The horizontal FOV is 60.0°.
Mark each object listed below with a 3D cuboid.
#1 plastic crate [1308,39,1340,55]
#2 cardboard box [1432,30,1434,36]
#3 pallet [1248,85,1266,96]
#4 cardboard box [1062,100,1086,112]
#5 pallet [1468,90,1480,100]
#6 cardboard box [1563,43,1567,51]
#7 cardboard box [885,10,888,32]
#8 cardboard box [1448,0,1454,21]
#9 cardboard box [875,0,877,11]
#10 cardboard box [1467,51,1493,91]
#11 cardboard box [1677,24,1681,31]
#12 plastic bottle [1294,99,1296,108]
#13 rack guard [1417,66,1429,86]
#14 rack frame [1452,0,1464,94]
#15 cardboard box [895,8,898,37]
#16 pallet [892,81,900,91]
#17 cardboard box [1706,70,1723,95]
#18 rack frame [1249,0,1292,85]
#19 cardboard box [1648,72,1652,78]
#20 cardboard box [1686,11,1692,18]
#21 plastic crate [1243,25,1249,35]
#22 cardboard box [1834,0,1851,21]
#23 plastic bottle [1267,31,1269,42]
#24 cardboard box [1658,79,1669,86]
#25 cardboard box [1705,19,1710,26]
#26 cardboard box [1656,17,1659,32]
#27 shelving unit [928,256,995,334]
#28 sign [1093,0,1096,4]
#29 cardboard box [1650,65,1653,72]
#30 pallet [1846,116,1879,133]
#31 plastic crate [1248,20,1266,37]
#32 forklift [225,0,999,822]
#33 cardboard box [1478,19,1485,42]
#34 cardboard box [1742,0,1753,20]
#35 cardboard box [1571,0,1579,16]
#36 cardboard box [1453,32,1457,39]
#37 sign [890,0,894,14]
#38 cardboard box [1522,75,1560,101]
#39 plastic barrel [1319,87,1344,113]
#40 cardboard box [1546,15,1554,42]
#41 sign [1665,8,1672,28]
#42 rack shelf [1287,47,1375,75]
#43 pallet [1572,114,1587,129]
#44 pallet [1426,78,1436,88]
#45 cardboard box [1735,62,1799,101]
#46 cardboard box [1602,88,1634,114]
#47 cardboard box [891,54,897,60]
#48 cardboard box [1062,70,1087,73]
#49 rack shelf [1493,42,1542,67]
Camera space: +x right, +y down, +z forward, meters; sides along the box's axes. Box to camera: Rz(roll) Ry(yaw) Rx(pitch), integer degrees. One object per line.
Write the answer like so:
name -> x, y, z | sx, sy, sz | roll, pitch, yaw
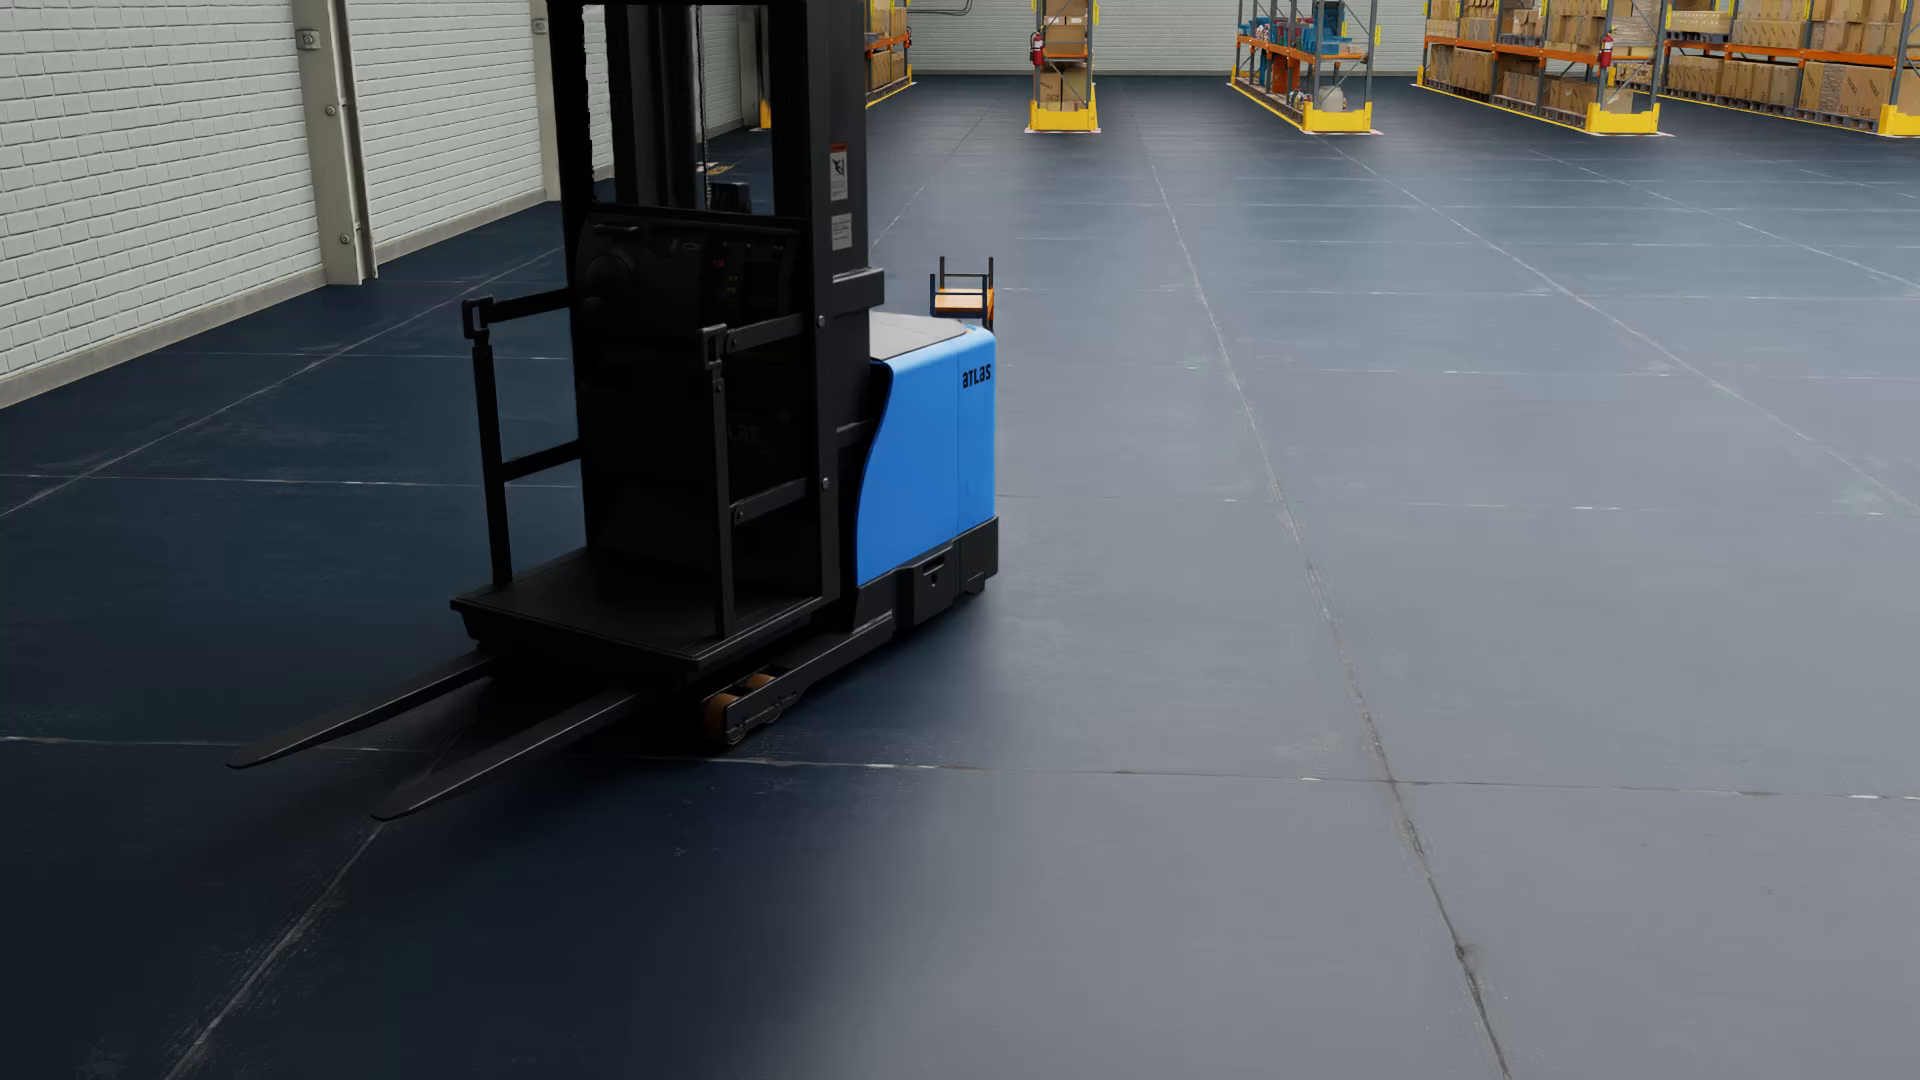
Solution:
plastic crate -> 6.538, -8.858, 29.878 | 0.499, 0.251, 0.616 | 1, 18, 4
cardboard box -> 12.480, -13.163, 43.180 | 0.380, 0.149, 0.250 | 1, 18, 3
pallet -> 7.563, -10.930, 40.440 | 1.003, 0.211, 1.213 | 1, 18, 4
cardboard box -> 2.120, -7.933, 30.557 | 0.500, 0.250, 0.500 | 1, 18, 4
pallet -> 12.536, -10.437, 38.935 | 1.003, 0.211, 1.213 | 1, 18, 4
cardboard box -> 11.647, -9.330, 31.484 | 0.380, 0.149, 0.250 | 1, 18, 4
cardboard box -> -2.030, -12.606, 40.405 | 0.500, 0.500, 0.500 | 1, 18, 4
cardboard box -> 12.407, -13.114, 41.186 | 0.500, 0.500, 0.500 | 1, 18, 4
cardboard box -> -2.180, -12.329, 38.358 | 0.500, 0.250, 0.500 | 1, 18, 3
cardboard box -> 12.456, -10.821, 38.368 | 1.225, 0.875, 0.875 | 1, 18, 4
cardboard box -> 16.999, -11.967, 38.857 | 0.380, 0.149, 0.250 | 1, 18, 4
plastic bottle -> 6.558, -8.501, 32.336 | 0.097, 0.201, 0.097 | 0, 18, 0
rack guard -> 12.889, -12.445, 44.600 | 1.175, 0.500, 0.348 | 1, 18, 4
rack frame -> 12.601, -12.383, 40.397 | 1.000, 3.000, 0.127 | 1, 18, 4
cardboard box -> -2.108, -13.252, 42.567 | 0.980, 0.700, 0.700 | 1, 18, 3
pallet -> -2.089, -11.624, 42.559 | 1.003, 0.211, 1.213 | 1, 18, 4
cardboard box -> 17.040, -10.221, 37.137 | 0.500, 0.500, 0.500 | 1, 18, 4
rack frame -> 7.660, -12.494, 40.734 | 1.000, 3.000, 0.127 | 1, 18, 4
cardboard box -> 17.255, -11.500, 41.128 | 0.380, 0.149, 0.250 | 1, 18, 2
cardboard box -> 16.962, -12.090, 38.277 | 0.380, 0.149, 0.250 | 2, 18, 6
plastic crate -> 7.507, -13.207, 43.083 | 0.416, 0.233, 0.300 | 1, 18, 4
cardboard box -> 16.807, -9.889, 30.810 | 0.875, 0.550, 0.550 | 1, 18, 4
plastic bottle -> 6.994, -11.403, 37.592 | 0.061, 0.283, 0.133 | 1, 18, 4
cardboard box -> 17.229, -11.215, 40.737 | 0.380, 0.149, 0.250 | 2, 18, 5
cardboard box -> 16.869, -11.549, 37.101 | 0.380, 0.149, 0.250 | 2, 18, 5
cardboard box -> 17.332, -12.748, 40.871 | 0.500, 0.500, 0.500 | 1, 18, 2
shelving unit -> 0.012, -0.622, 7.393 | 0.258, 1.200, 0.503 | 1, 18, 4
sign -> 2.987, -11.902, 37.069 | 0.100, 0.325, 0.005 | 1, 18, 4
cardboard box -> 17.296, -11.643, 41.085 | 0.380, 0.149, 0.250 | 1, 18, 3
pallet -> 16.660, -7.439, 29.787 | 1.003, 0.211, 1.213 | 1, 18, 4
plastic crate -> 7.354, -12.667, 41.193 | 0.392, 0.384, 0.575 | 1, 18, 4
forklift -> -1.037, -0.892, 5.438 | 1.130, 2.935, 3.031 | 11, 21, 29
cardboard box -> 12.178, -11.663, 38.039 | 0.500, 0.500, 0.500 | 1, 18, 2
cardboard box -> 17.212, -11.382, 35.576 | 0.700, 0.500, 0.500 | 1, 18, 4
cardboard box -> 11.646, -9.962, 30.765 | 0.500, 0.500, 0.500 | 1, 18, 4
cardboard box -> 12.296, -12.366, 40.747 | 0.380, 0.149, 0.250 | 1, 18, 4
sign -> -1.679, -13.218, 41.214 | 0.100, 0.325, 0.005 | 1, 18, 4
cardboard box -> 12.185, -9.431, 34.697 | 0.700, 0.500, 0.500 | 0, 18, -1
plastic barrel -> 6.771, -7.990, 30.311 | 0.421, 0.512, 0.421 | 0, 18, 0
cardboard box -> 11.933, -9.949, 32.330 | 0.875, 0.500, 0.500 | 1, 18, 4
sign -> 12.282, -9.055, 28.851 | 0.100, 0.325, 0.005 | 1, 18, 4
rack shelf -> 6.943, -9.046, 31.368 | 1.077, 0.370, 4.000 | 1, 18, 4
pallet -> 11.839, -7.606, 30.297 | 1.003, 0.211, 1.213 | 1, 18, 4
pallet -> 12.908, -12.050, 43.859 | 1.003, 0.211, 1.213 | 1, 18, 4
cardboard box -> 17.061, -9.670, 35.057 | 1.050, 0.750, 0.750 | 2, 18, 5
cardboard box -> 11.802, -7.861, 29.937 | 0.500, 0.500, 0.500 | 5, 19, 14
cardboard box -> -1.822, -12.529, 43.141 | 0.380, 0.149, 0.250 | 1, 18, 2
cardboard box -> 2.177, -8.600, 31.389 | 0.500, 0.500, 0.500 | 1, 18, 4
rack shelf -> 12.170, -10.178, 34.822 | 1.077, 0.370, 4.000 | 1, 18, 4
